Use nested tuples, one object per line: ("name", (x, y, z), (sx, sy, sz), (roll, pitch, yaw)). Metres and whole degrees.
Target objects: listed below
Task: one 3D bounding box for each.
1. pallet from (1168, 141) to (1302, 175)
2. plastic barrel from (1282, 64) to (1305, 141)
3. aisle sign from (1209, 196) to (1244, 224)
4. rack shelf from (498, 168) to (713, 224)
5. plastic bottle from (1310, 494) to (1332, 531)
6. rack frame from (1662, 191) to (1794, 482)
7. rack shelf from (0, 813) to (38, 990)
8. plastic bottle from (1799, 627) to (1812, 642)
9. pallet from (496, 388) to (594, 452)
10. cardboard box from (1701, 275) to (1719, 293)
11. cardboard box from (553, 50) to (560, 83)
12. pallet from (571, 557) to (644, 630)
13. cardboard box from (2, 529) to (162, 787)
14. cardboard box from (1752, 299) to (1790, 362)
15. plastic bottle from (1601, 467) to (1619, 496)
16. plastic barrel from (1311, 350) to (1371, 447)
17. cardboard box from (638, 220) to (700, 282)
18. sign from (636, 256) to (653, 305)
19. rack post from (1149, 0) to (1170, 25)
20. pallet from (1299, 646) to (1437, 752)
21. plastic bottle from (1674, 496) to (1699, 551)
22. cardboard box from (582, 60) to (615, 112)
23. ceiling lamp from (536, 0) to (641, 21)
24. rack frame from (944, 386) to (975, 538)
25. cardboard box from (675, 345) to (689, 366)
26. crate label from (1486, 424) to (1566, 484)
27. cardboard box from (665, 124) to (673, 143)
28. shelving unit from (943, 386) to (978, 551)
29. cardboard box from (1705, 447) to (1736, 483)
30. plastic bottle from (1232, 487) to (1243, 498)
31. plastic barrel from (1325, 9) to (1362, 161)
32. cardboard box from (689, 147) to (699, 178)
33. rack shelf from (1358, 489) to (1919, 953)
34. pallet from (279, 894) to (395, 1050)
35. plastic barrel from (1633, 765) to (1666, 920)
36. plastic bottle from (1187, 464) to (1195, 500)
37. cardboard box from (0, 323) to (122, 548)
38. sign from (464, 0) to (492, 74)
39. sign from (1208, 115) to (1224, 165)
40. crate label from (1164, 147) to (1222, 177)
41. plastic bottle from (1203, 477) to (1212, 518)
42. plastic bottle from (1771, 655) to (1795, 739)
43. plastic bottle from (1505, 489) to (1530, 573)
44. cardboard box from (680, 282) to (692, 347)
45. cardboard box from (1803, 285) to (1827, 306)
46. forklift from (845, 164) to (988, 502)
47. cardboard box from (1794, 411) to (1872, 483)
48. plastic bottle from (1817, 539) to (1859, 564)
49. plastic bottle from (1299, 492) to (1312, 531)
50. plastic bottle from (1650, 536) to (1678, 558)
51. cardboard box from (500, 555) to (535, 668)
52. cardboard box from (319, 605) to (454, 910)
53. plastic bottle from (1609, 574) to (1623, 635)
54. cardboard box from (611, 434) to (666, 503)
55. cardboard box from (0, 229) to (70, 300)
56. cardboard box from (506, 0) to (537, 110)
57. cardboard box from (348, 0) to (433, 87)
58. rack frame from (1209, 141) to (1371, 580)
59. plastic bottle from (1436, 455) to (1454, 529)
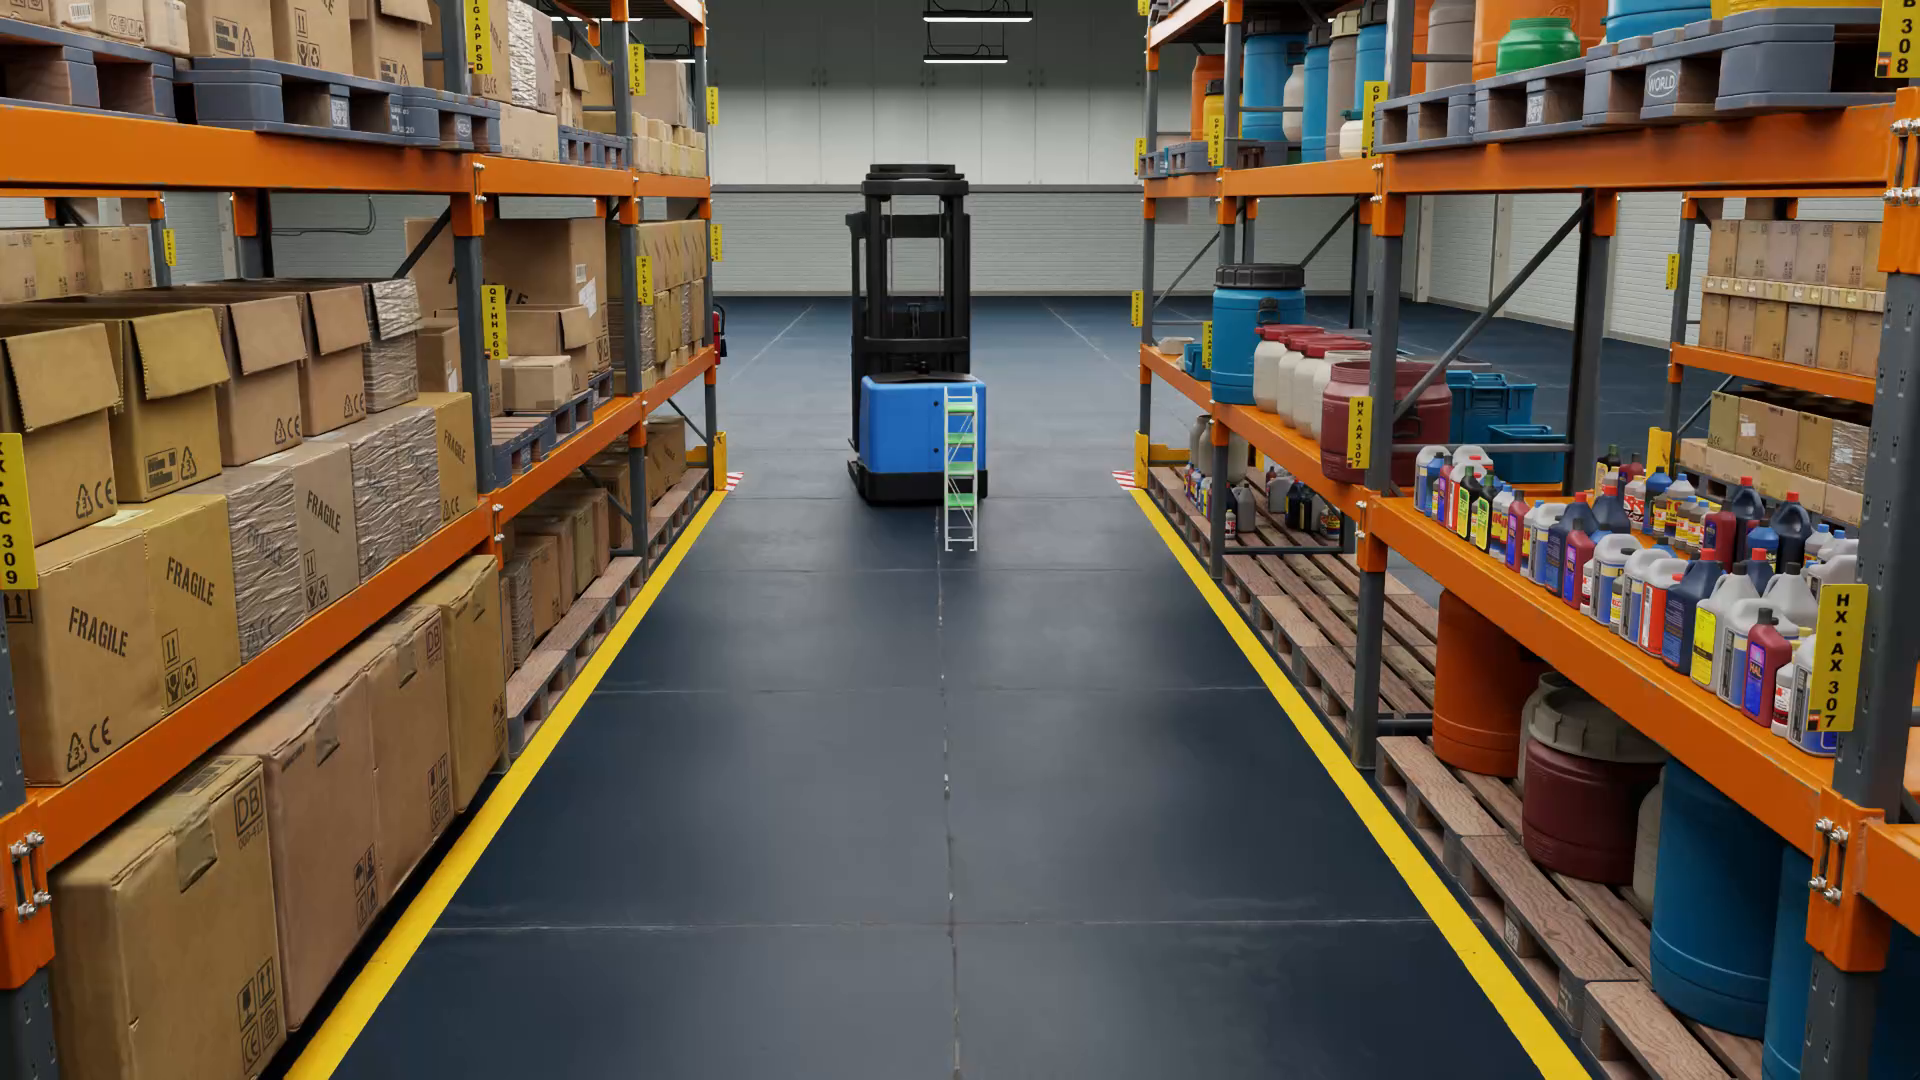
("pallet", (2.154, -2.723, 11.868), (1.213, 0.211, 1.003), (0, 11, -1))
("plastic barrel", (2.454, -3.020, 11.517), (0.421, 0.512, 0.421), (0, 11, 0))
("aisle sign", (2.479, -3.287, 15.180), (0.394, 0.787, 0.004), (0, 11, -1))
("rack shelf", (-2.727, -2.697, 13.075), (1.077, 0.370, 4.000), (0, 11, -1))
("plastic bottle", (2.664, -0.213, 12.307), (0.152, 0.276, 0.135), (0, 11, 1))
("rack frame", (7.136, -2.017, 15.458), (1.000, 3.000, 0.127), (0, 11, -1))
("rack shelf", (-2.479, 1.158, 1.615), (1.077, 0.370, 4.000), (0, 11, -1))
("plastic bottle", (2.217, 0.331, 4.382), (0.097, 0.201, 0.097), (0, 11, 0))
("pallet", (-2.685, -0.686, 9.380), (1.003, 0.211, 1.213), (0, 11, -1))
("cardboard box", (6.929, -2.305, 14.995), (0.380, 0.149, 0.250), (0, 11, -2))
("cardboard box", (-2.755, -2.628, 9.606), (0.797, 0.503, 0.637), (0, 11, 1))
("pallet", (-2.668, 0.339, 10.856), (1.003, 0.211, 1.213), (0, 11, -1))
("cardboard box", (-2.280, 0.267, 3.949), (0.500, 0.500, 0.500), (0, 11, -1))
("cardboard box", (7.153, -1.770, 13.989), (0.700, 0.500, 0.500), (0, 11, -1))
("plastic bottle", (2.768, -0.208, 7.041), (0.097, 0.201, 0.097), (0, 11, 0))
("plastic barrel", (2.105, -0.750, 8.928), (0.421, 0.512, 0.421), (0, 11, 0))
("cardboard box", (-2.494, -2.454, 14.099), (0.500, 0.500, 0.500), (0, 11, -1))
("sign", (-2.131, -1.753, 11.242), (0.100, 0.325, 0.005), (0, 11, -1))
("rack post", (2.072, -4.542, 14.071), (0.937, 0.300, 0.954), (1, 12, 5))
("pallet", (2.372, 0.805, 8.560), (1.003, 0.211, 1.213), (0, 11, -1))
("plastic bottle", (2.783, -0.066, 6.338), (0.097, 0.201, 0.097), (0, 11, 0))
("cardboard box", (-3.008, -3.591, 13.414), (0.500, 0.500, 0.500), (0, 11, -1))
("ceiling lamp", (-6.740, -11.008, 30.007), (2.000, 3.185, 0.800), (0, 11, -1))
("rack frame", (-0.002, -0.604, 13.017), (0.240, 1.200, 0.015), (0, 11, -1))
("cardboard box", (-2.420, -1.501, 13.543), (0.380, 0.149, 0.250), (0, 11, -1))
("crate label", (2.715, -0.411, 7.960), (0.303, 0.233, 0.416), (0, 11, -1))
("cardboard box", (-2.472, -3.202, 13.128), (0.380, 0.149, 0.250), (-1, 11, -4))
("shelving unit", (0.003, -0.555, 12.778), (0.258, 1.200, 0.503), (0, 11, -1))
("cardboard box", (6.939, -0.669, 14.670), (0.500, 0.250, 0.500), (0, 11, -1))
("plastic bottle", (2.108, -0.254, 12.510), (0.152, 0.276, 0.135), (0, 11, -1))
("plastic barrel", (2.507, -2.688, 9.959), (0.600, 0.901, 0.600), (0, 11, 0))
("cardboard box", (-2.491, -3.180, 14.021), (0.500, 0.250, 0.500), (0, 11, -1))
("rack shelf", (2.390, 0.343, 5.635), (1.077, 0.370, 4.000), (0, 11, -1))
("pallet", (-2.640, 1.378, 5.733), (1.003, 0.211, 1.213), (0, 11, -1))
("plastic barrel", (2.500, 1.040, 5.591), (0.421, 0.512, 0.421), (0, 11, 0))
("plastic bottle", (1.896, -0.475, 13.583), (0.061, 0.283, 0.133), (0, 11, 0))
("cardboard box", (-2.542, -0.259, 4.019), (0.797, 0.503, 0.637), (-1, 11, -3))
("sign", (-2.048, -2.150, 7.068), (0.100, 0.325, 0.005), (0, 11, -1))
("sign", (1.716, -2.677, 11.143), (0.100, 0.325, 0.005), (0, 11, -1))
("crate label", (1.892, -3.021, 13.237), (0.502, 0.251, 0.408), (0, 11, -1))
("plastic bottle", (1.954, -0.349, 12.791), (0.144, 0.351, 0.185), (0, 11, -2))
("plastic bottle", (2.070, 0.385, 4.116), (0.097, 0.201, 0.097), (0, 11, 0))
("plastic bottle", (2.013, -0.033, 5.971), (0.061, 0.283, 0.133), (0, 11, -1))
("cardboard box", (-2.687, -1.864, 13.704), (0.875, 0.500, 0.500), (0, 11, -1))
("cardboard box", (6.965, -1.947, 13.231), (0.380, 0.149, 0.250), (0, 11, 1))
("forklift", (-0.487, -2.016, 15.625), (1.130, 2.935, 3.031), (-2, 12, -8))
("cardboard box", (6.978, -0.738, 13.126), (0.500, 0.500, 0.500), (0, 11, -1))
("plastic bottle", (2.779, 0.125, 5.212), (0.152, 0.276, 0.135), (0, 11, -1))
("plastic bottle", (2.557, -0.216, 12.303), (0.061, 0.283, 0.133), (0, 11, -1))
("plastic bottle", (2.199, 0.124, 5.228), (0.097, 0.271, 0.097), (0, 11, 0))
("cardboard box", (-2.661, 0.379, 8.827), (0.700, 0.500, 0.500), (-1, 12, -6))
("cardboard box", (-2.599, 0.763, 6.042), (1.225, 0.875, 0.875), (0, 11, -1))
("plastic bottle", (2.050, 0.186, 5.100), (0.097, 0.201, 0.097), (0, 11, 0))
("cardboard box", (-2.732, -0.591, 13.657), (0.500, 0.500, 0.500), (1, 11, 4))
("cardboard box", (-7.640, -2.180, 13.168), (0.875, 0.550, 0.500), (0, 11, -1))
("cardboard box", (-2.362, -2.346, 8.027), (0.500, 0.500, 0.500), (0, 11, -1))
("cardboard box", (-2.519, -1.993, 6.476), (0.797, 0.503, 0.637), (0, 11, 2))
("rack frame", (2.266, -1.203, 11.442), (1.000, 3.000, 0.127), (0, 11, -1))
("plastic bottle", (1.996, -0.197, 6.781), (0.061, 0.283, 0.133), (0, 11, -1))
